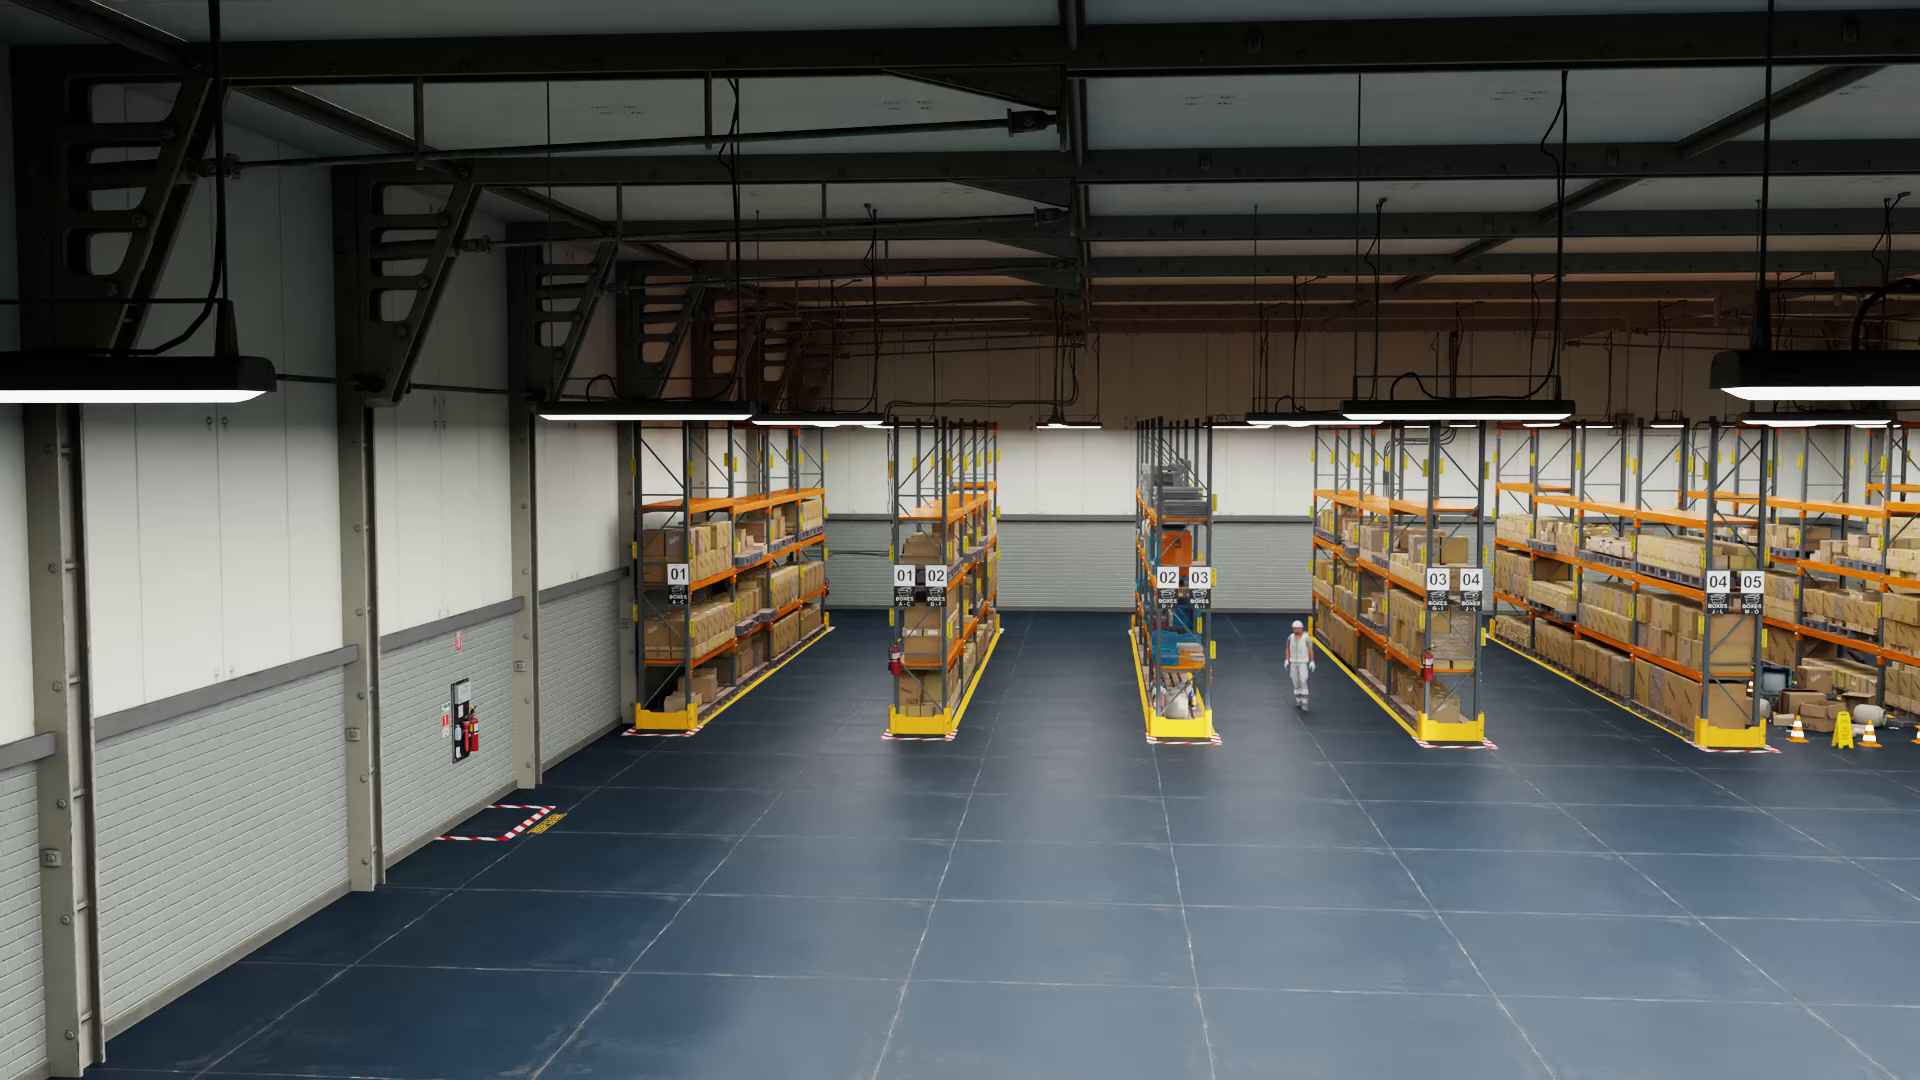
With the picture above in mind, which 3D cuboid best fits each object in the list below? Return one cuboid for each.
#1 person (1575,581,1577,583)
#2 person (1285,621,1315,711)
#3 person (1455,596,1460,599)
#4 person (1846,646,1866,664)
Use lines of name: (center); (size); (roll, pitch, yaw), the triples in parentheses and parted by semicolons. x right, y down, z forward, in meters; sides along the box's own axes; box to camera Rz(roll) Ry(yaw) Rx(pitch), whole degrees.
person: (17.262, 1.810, 46.465); (0.929, 1.717, 0.546); (3, 5, 38)
person: (7.002, 2.582, 34.446); (0.623, 1.791, 0.639); (2, 4, 33)
person: (14.221, 1.792, 46.978); (1.093, 1.716, 0.542); (-2, 4, -29)
person: (21.614, 2.285, 40.001); (0.583, 1.664, 0.726); (-1, 4, -9)
